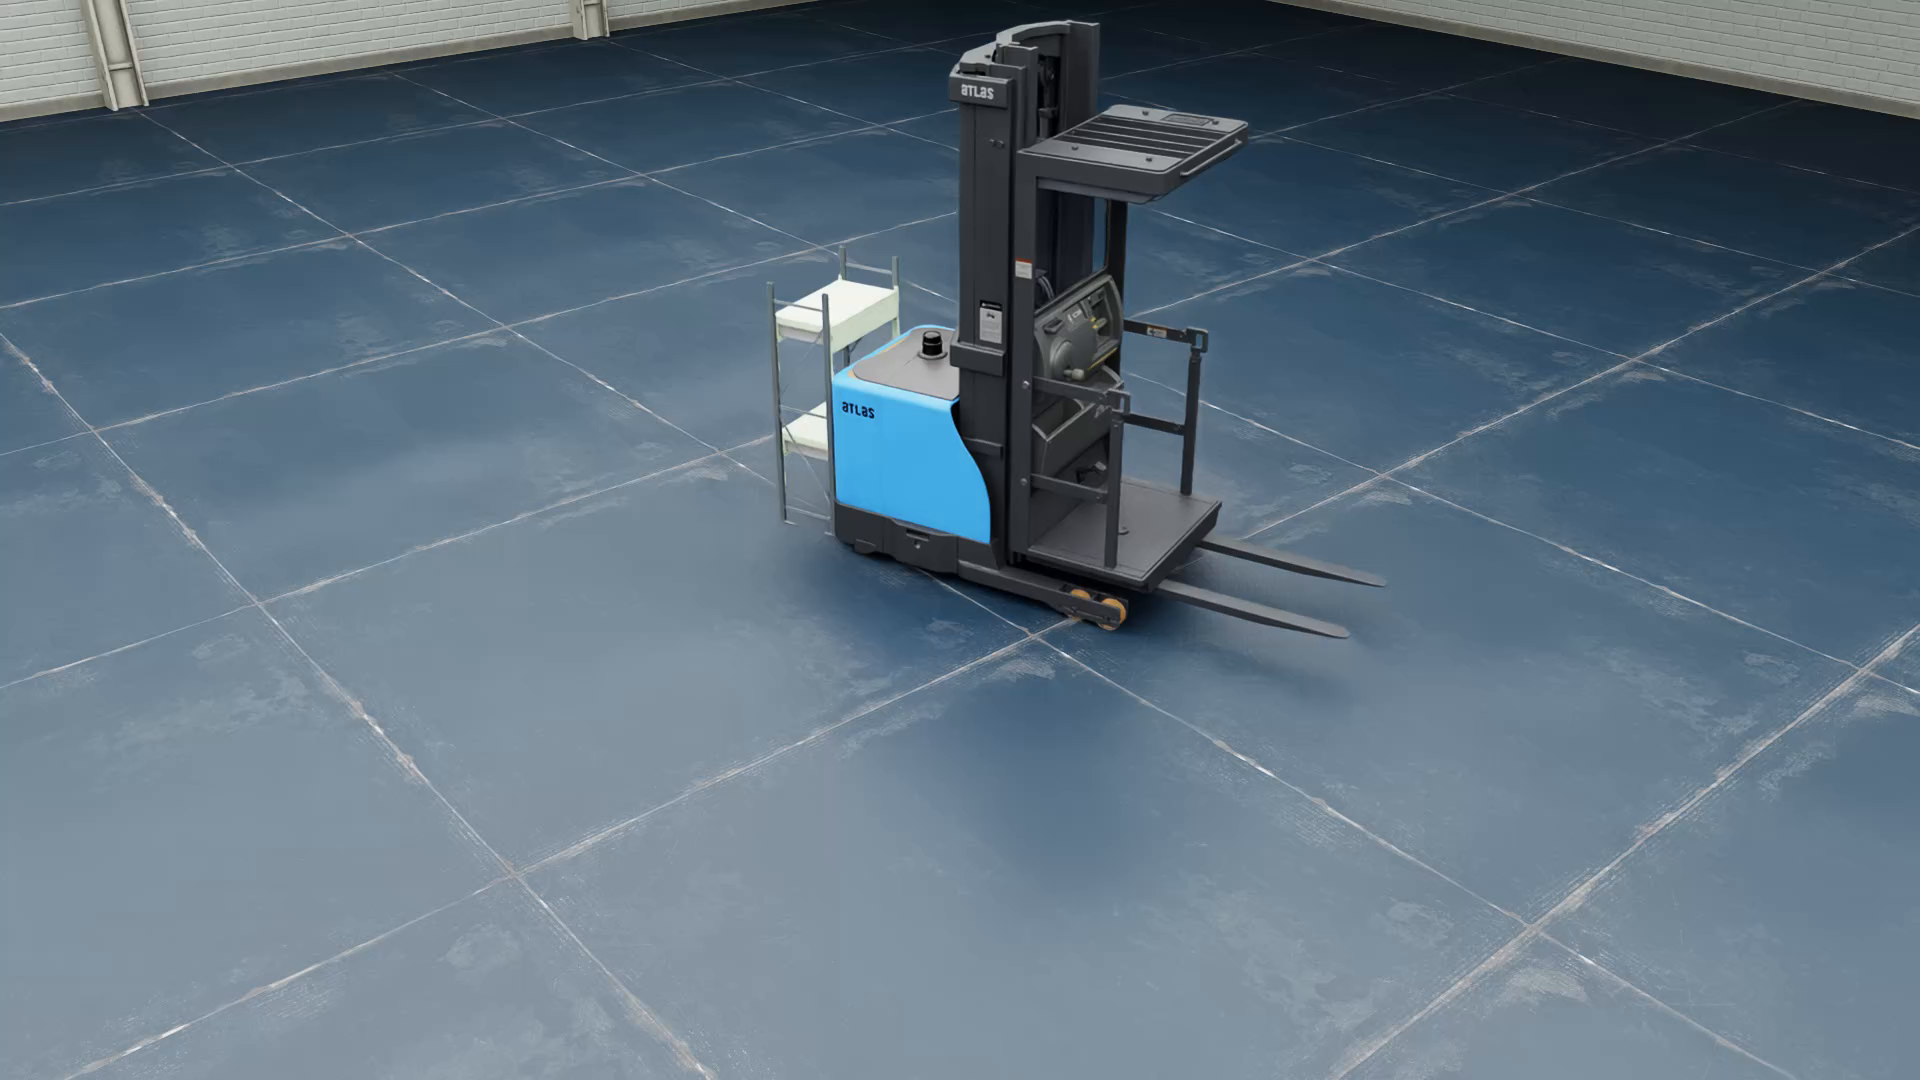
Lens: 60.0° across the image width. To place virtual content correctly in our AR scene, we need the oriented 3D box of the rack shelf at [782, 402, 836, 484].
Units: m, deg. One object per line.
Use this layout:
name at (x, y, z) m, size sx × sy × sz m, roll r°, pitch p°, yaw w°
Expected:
rack shelf at (-0.716, -0.590, 9.954) m, size 0.431 × 0.370 × 0.720 m, roll 15°, pitch 32°, yaw 26°

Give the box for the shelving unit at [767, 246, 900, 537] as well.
shelving unit at (-0.716, -0.877, 9.801) m, size 0.431 × 1.500 × 0.755 m, roll 15°, pitch 32°, yaw 26°

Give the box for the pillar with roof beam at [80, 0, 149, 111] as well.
pillar with roof beam at (-6.760, -7.410, 14.068) m, size 0.400 × 9.000 × 9.100 m, roll -22°, pitch 35°, yaw -35°

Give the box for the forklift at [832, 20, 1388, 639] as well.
forklift at (0.808, -1.099, 8.697) m, size 3.031 × 2.935 × 1.130 m, roll 15°, pitch 32°, yaw 26°

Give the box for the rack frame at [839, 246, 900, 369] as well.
rack frame at (-0.535, -1.027, 10.081) m, size 0.400 × 1.500 × 0.023 m, roll 15°, pitch 32°, yaw 26°

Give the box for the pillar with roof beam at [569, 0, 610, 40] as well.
pillar with roof beam at (-2.196, -9.246, 17.503) m, size 0.400 × 9.000 × 9.100 m, roll -22°, pitch 35°, yaw -35°

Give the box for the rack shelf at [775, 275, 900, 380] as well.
rack shelf at (-0.716, -1.222, 9.617) m, size 0.431 × 0.370 × 0.720 m, roll 15°, pitch 32°, yaw 26°

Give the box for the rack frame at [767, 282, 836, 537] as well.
rack frame at (-0.897, -0.728, 9.520) m, size 0.400 × 1.500 × 0.023 m, roll 15°, pitch 32°, yaw 26°
